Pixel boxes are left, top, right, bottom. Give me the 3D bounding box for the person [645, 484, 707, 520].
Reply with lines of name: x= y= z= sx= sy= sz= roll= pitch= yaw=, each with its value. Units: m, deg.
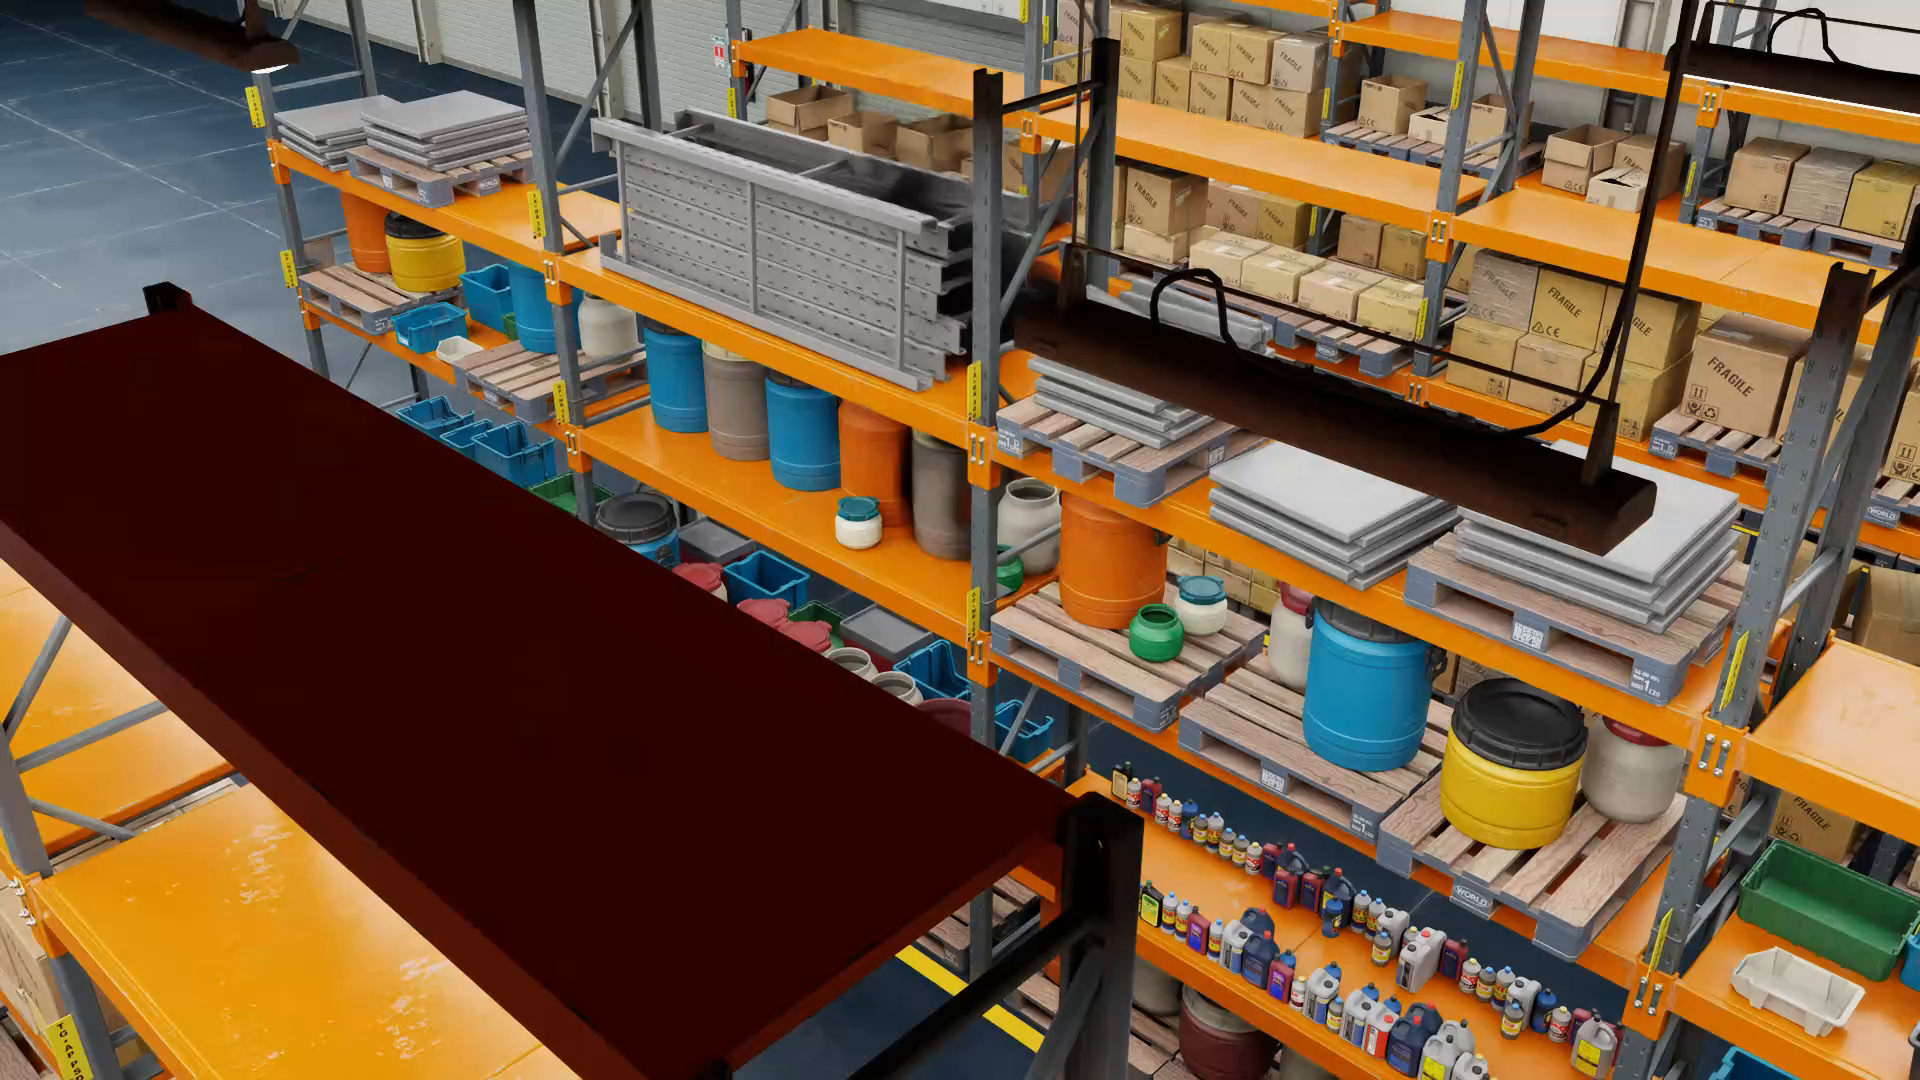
person: x=-2.732 y=-0.747 z=15.890 sx=0.701 sy=1.725 sz=0.584 roll=18 pitch=34 yaw=28
